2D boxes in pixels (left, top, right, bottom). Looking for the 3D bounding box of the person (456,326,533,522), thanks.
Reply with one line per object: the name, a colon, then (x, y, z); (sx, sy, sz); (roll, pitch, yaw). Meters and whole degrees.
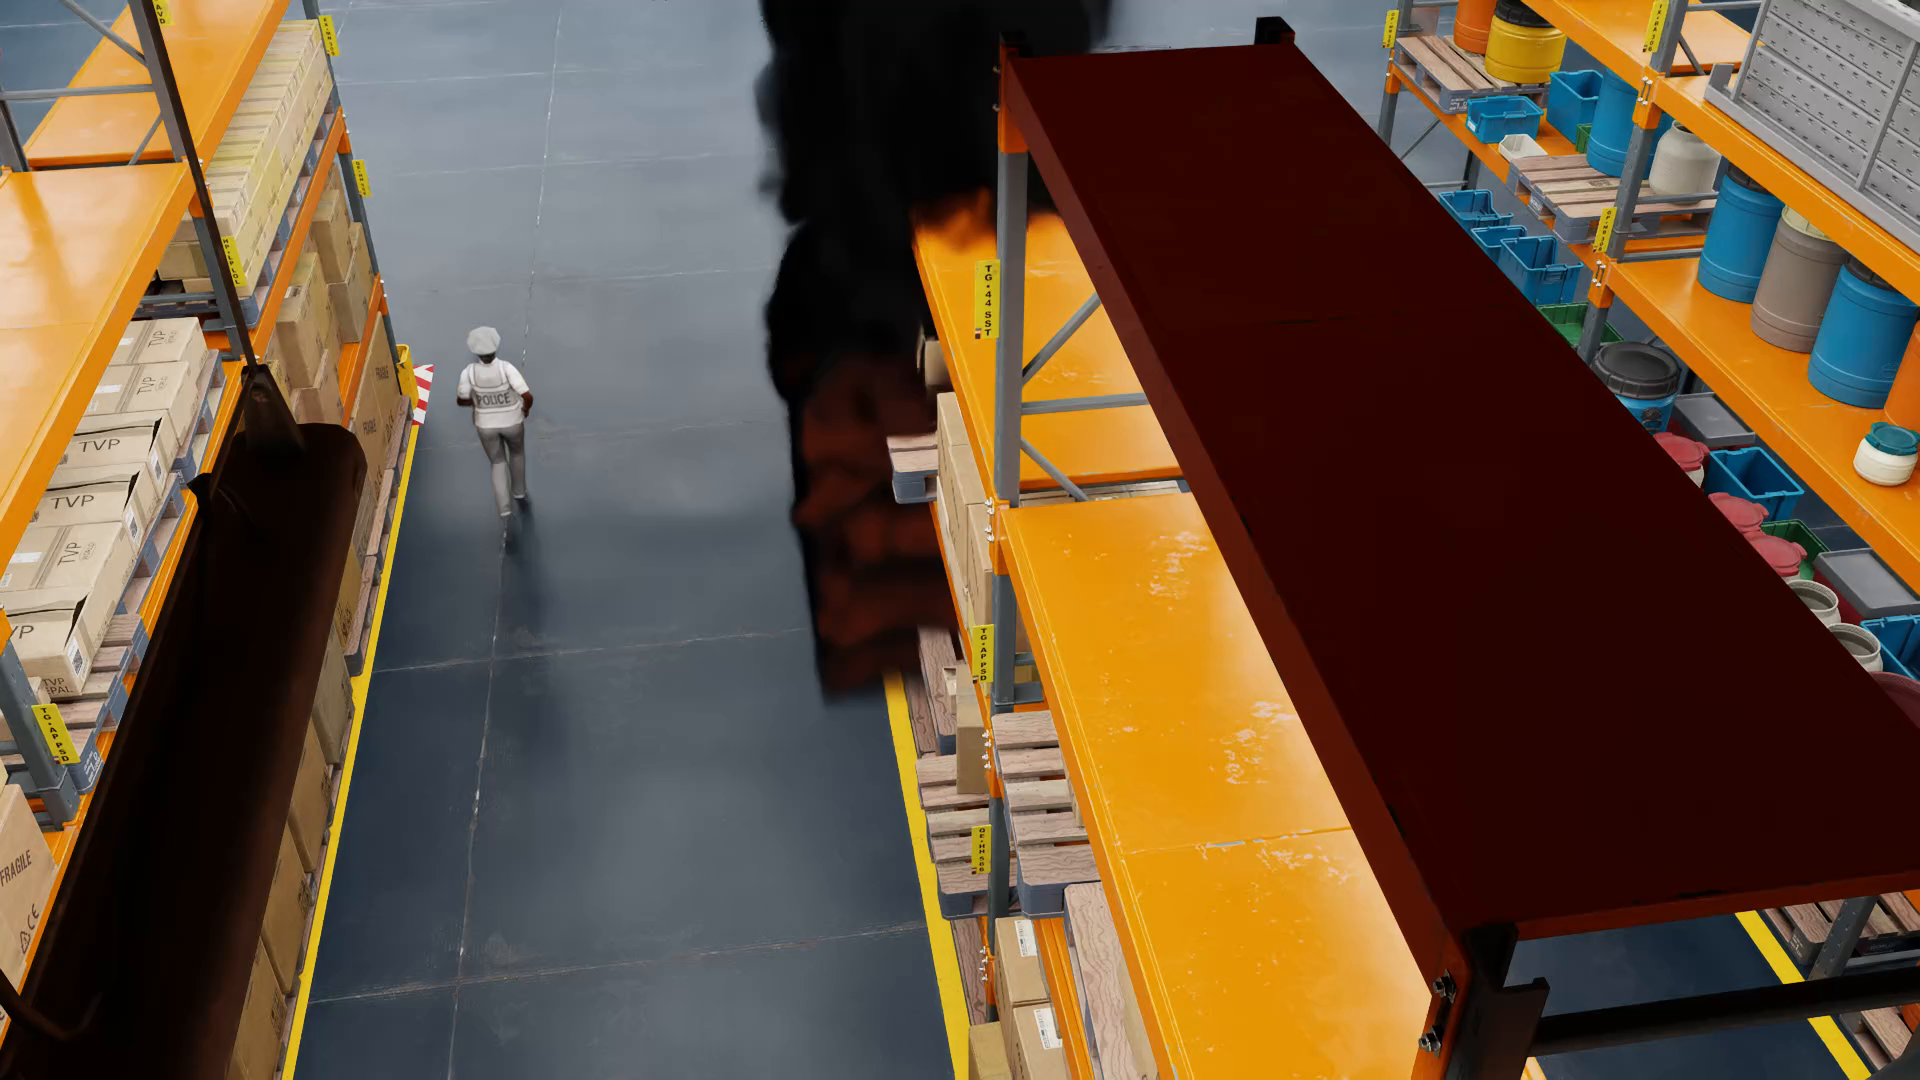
person: (-3.668, -0.911, 13.277); (0.596, 1.705, 0.838); (-7, 37, -10)
